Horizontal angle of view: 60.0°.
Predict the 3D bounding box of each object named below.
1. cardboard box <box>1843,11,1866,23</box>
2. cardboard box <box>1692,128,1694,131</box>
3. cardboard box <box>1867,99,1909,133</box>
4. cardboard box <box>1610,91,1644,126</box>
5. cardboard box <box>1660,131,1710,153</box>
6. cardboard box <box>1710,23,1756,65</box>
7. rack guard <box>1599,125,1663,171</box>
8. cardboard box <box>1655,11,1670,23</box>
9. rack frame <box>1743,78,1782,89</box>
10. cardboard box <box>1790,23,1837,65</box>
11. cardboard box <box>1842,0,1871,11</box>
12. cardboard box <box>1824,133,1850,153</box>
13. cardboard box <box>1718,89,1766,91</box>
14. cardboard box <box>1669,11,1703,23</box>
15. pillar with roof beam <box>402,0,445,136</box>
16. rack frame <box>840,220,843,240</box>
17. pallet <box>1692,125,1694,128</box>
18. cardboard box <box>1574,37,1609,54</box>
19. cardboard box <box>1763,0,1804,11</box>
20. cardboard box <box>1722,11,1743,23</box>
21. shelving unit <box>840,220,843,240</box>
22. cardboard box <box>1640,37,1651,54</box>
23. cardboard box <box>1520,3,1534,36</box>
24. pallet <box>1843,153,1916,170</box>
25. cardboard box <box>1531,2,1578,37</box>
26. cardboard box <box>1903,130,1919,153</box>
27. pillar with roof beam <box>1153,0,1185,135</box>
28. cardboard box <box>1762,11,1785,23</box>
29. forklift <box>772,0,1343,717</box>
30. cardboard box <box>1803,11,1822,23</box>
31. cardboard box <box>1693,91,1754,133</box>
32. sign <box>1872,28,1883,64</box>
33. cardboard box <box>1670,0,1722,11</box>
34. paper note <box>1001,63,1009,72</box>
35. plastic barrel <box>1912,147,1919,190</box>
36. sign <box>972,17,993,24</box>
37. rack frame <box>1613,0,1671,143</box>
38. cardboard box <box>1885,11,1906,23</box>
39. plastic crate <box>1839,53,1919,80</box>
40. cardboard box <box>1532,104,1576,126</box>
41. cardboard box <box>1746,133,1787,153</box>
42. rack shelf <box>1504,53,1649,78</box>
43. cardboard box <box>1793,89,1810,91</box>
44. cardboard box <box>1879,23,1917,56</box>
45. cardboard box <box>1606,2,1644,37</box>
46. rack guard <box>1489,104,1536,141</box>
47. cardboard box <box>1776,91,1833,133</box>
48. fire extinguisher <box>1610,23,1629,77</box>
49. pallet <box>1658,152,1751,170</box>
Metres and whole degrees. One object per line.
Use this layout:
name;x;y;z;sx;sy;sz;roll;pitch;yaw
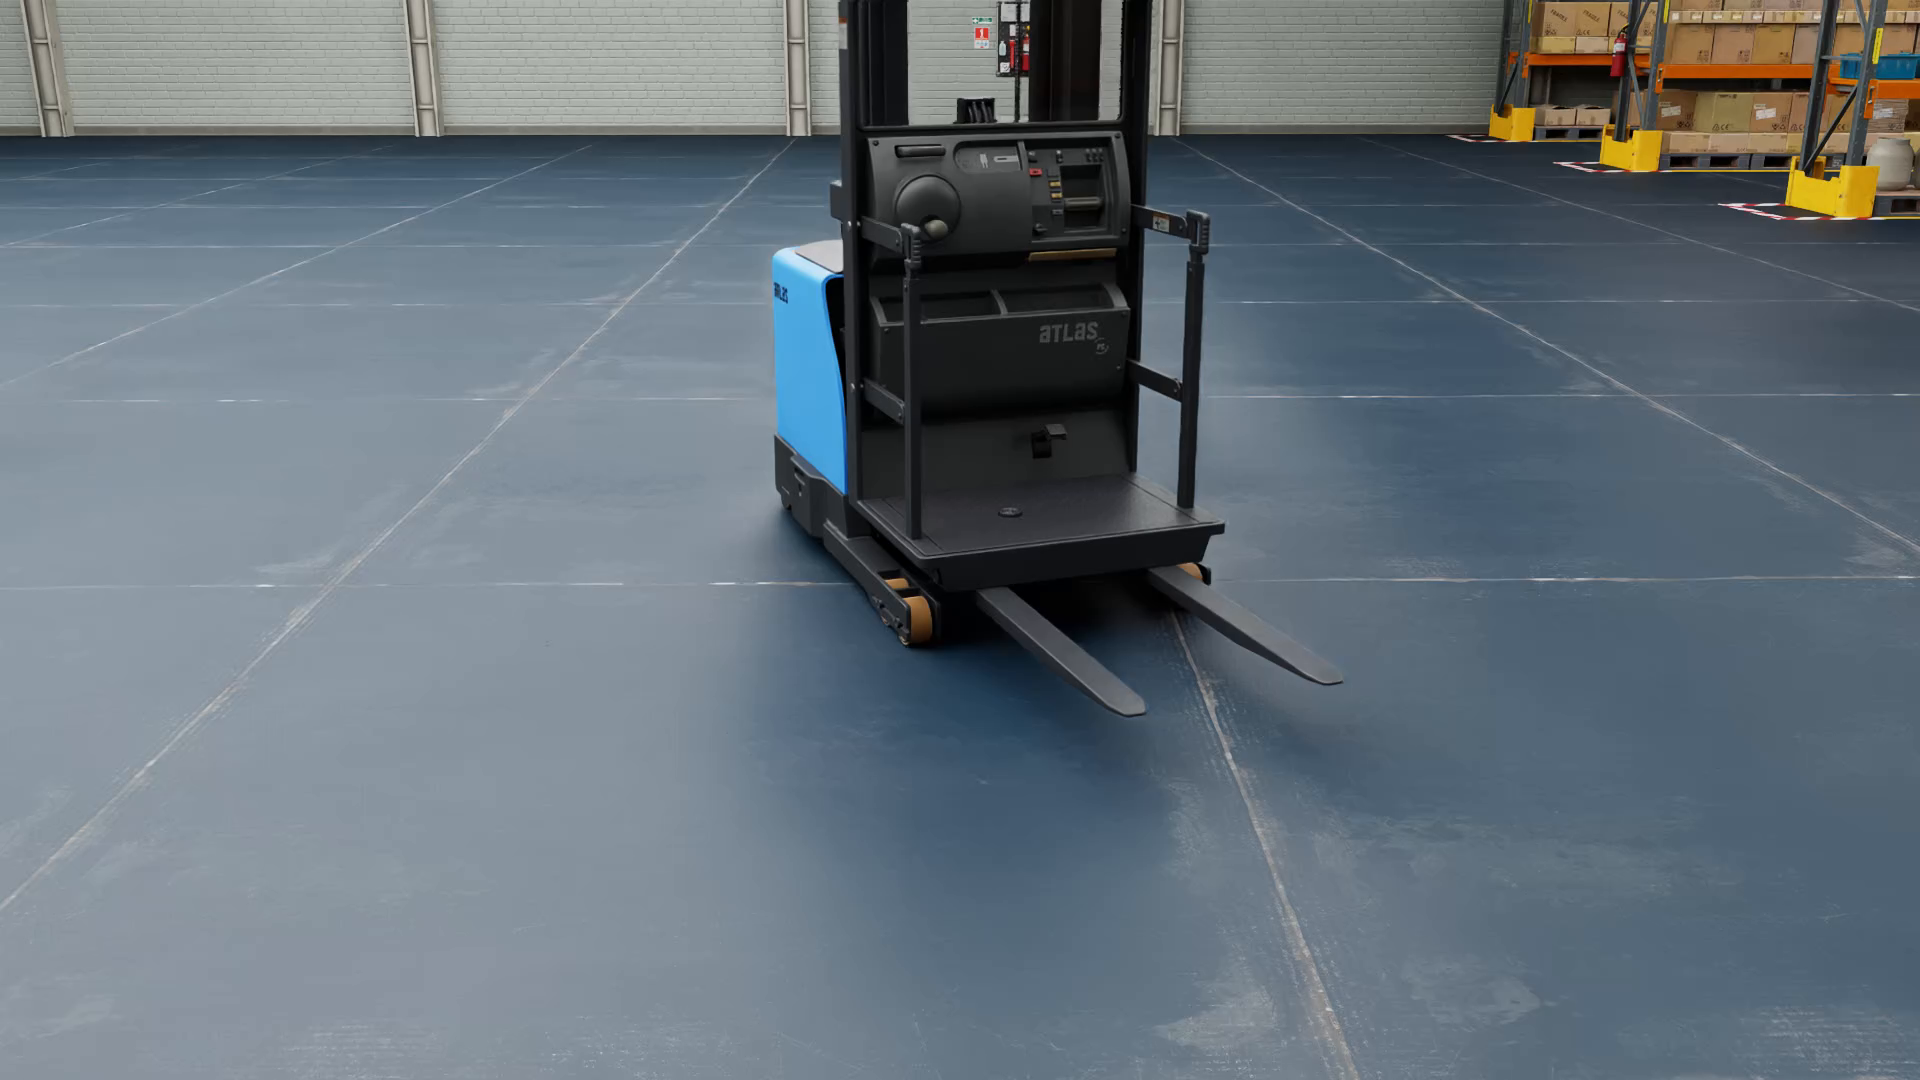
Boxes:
cardboard box;11.236;-6.620;21.048;0.250;0.149;0.380;0;18;1
cardboard box;9.806;-5.306;21.992;0.500;0.250;0.500;0;18;-1
cardboard box;11.814;-5.516;21.418;0.500;0.500;0.500;0;18;-1
cardboard box;10.690;-6.816;26.256;0.500;0.500;0.700;-1;18;-4
cardboard box;9.314;-5.142;21.480;0.500;0.250;0.500;0;18;-1
cardboard box;9.766;-6.367;21.320;0.500;0.500;0.700;0;18;1
rack guard;8.750;-5.126;21.709;0.348;0.500;1.175;0;18;-1
cardboard box;9.154;-6.733;21.401;0.250;0.149;0.380;-1;18;-2
rack frame;12.692;-7.849;26.104;0.127;3.000;1.000;0;18;-1
cardboard box;10.789;-6.371;21.333;0.500;0.500;0.700;0;18;1
cardboard box;11.324;-6.992;21.146;0.500;0.500;0.700;0;18;-1
cardboard box;11.314;-5.151;21.509;0.500;0.250;0.500;0;18;-1
cardboard box;10.306;-5.667;21.890;0.500;0.500;0.500;0;18;-1
cardboard box;9.170;-6.609;21.014;0.250;0.149;0.380;0;18;-1
pillar with roof beam;-8.551;-9.552;21.593;0.400;9.000;9.100;0;18;-1
rack frame;-0.456;-0.844;7.195;0.015;1.200;0.240;-7;17;-22
pallet;12.021;-6.507;26.487;1.213;0.211;1.003;0;18;-1
cardboard box;9.704;-7.680;25.791;0.500;0.250;0.500;-1;18;-3
cardboard box;10.324;-6.987;21.132;0.500;0.500;0.700;0;18;-1
cardboard box;9.684;-6.612;21.023;0.250;0.149;0.380;0;18;-1
shelving unit;-0.231;-0.874;7.287;0.503;1.200;0.258;-7;17;-22
cardboard box;10.719;-7.682;25.798;0.500;0.250;0.500;0;18;0
cardboard box;9.160;-8.192;26.159;0.500;0.500;0.500;0;18;-1
pallet;11.978;-5.017;21.842;1.213;0.211;1.003;0;18;-1
cardboard box;9.175;-8.035;25.671;0.500;0.500;0.500;0;18;-1
cardboard box;12.314;-5.158;21.529;0.500;0.250;0.500;0;18;-1
pillar with roof beam;3.448;-9.610;21.773;0.400;9.000;9.100;0;18;-1
cardboard box;10.202;-6.615;21.032;0.250;0.149;0.380;-1;18;-3
forklift;0.219;-1.190;5.458;1.130;2.935;3.031;-7;19;-20
cardboard box;10.707;-6.616;21.037;0.250;0.149;0.380;0;18;0
cardboard box;9.814;-5.502;21.375;0.500;0.500;0.500;0;18;-1
sign;8.853;-4.768;16.046;0.005;0.325;0.100;0;18;-1
cardboard box;9.294;-6.981;21.110;0.500;0.500;0.700;0;18;-1
paper note;0.730;-7.669;26.985;0.142;0.148;0.016;0;18;-1
plastic barrel;10.007;-3.848;17.018;0.421;0.512;0.421;0;18;0
sign;0.358;-8.363;26.782;0.331;0.109;0.001;0;18;-1
rack frame;8.774;-6.317;21.328;0.127;3.000;1.000;0;18;-1
cardboard box;11.734;-6.622;21.053;0.250;0.149;0.380;0;18;-1
plastic crate;9.345;-4.827;16.927;0.616;0.251;0.499;0;18;-1
cardboard box;9.386;-6.735;26.312;0.500;0.311;0.500;-2;18;-7
cardboard box;10.314;-5.148;21.498;0.500;0.250;0.500;0;18;-1
rack shelf;10.692;-7.497;26.184;4.000;0.370;1.077;0;18;-1
cardboard box;11.305;-5.672;21.905;0.500;0.500;0.500;0;18;-1
cardboard box;11.803;-6.375;21.346;0.500;0.500;0.700;0;18;-1
cardboard box;10.186;-8.035;25.670;0.500;0.500;0.500;-1;18;-3
rack guard;8.769;-6.640;26.427;0.348;0.500;1.175;0;18;-1
cardboard box;10.814;-5.505;21.386;0.500;0.500;0.500;0;18;-1
fire extinguisher;8.649;-6.421;21.780;0.183;0.674;0.296;0;18;-1
pallet;9.538;-5.005;21.805;1.213;0.211;1.003;0;18;-1
